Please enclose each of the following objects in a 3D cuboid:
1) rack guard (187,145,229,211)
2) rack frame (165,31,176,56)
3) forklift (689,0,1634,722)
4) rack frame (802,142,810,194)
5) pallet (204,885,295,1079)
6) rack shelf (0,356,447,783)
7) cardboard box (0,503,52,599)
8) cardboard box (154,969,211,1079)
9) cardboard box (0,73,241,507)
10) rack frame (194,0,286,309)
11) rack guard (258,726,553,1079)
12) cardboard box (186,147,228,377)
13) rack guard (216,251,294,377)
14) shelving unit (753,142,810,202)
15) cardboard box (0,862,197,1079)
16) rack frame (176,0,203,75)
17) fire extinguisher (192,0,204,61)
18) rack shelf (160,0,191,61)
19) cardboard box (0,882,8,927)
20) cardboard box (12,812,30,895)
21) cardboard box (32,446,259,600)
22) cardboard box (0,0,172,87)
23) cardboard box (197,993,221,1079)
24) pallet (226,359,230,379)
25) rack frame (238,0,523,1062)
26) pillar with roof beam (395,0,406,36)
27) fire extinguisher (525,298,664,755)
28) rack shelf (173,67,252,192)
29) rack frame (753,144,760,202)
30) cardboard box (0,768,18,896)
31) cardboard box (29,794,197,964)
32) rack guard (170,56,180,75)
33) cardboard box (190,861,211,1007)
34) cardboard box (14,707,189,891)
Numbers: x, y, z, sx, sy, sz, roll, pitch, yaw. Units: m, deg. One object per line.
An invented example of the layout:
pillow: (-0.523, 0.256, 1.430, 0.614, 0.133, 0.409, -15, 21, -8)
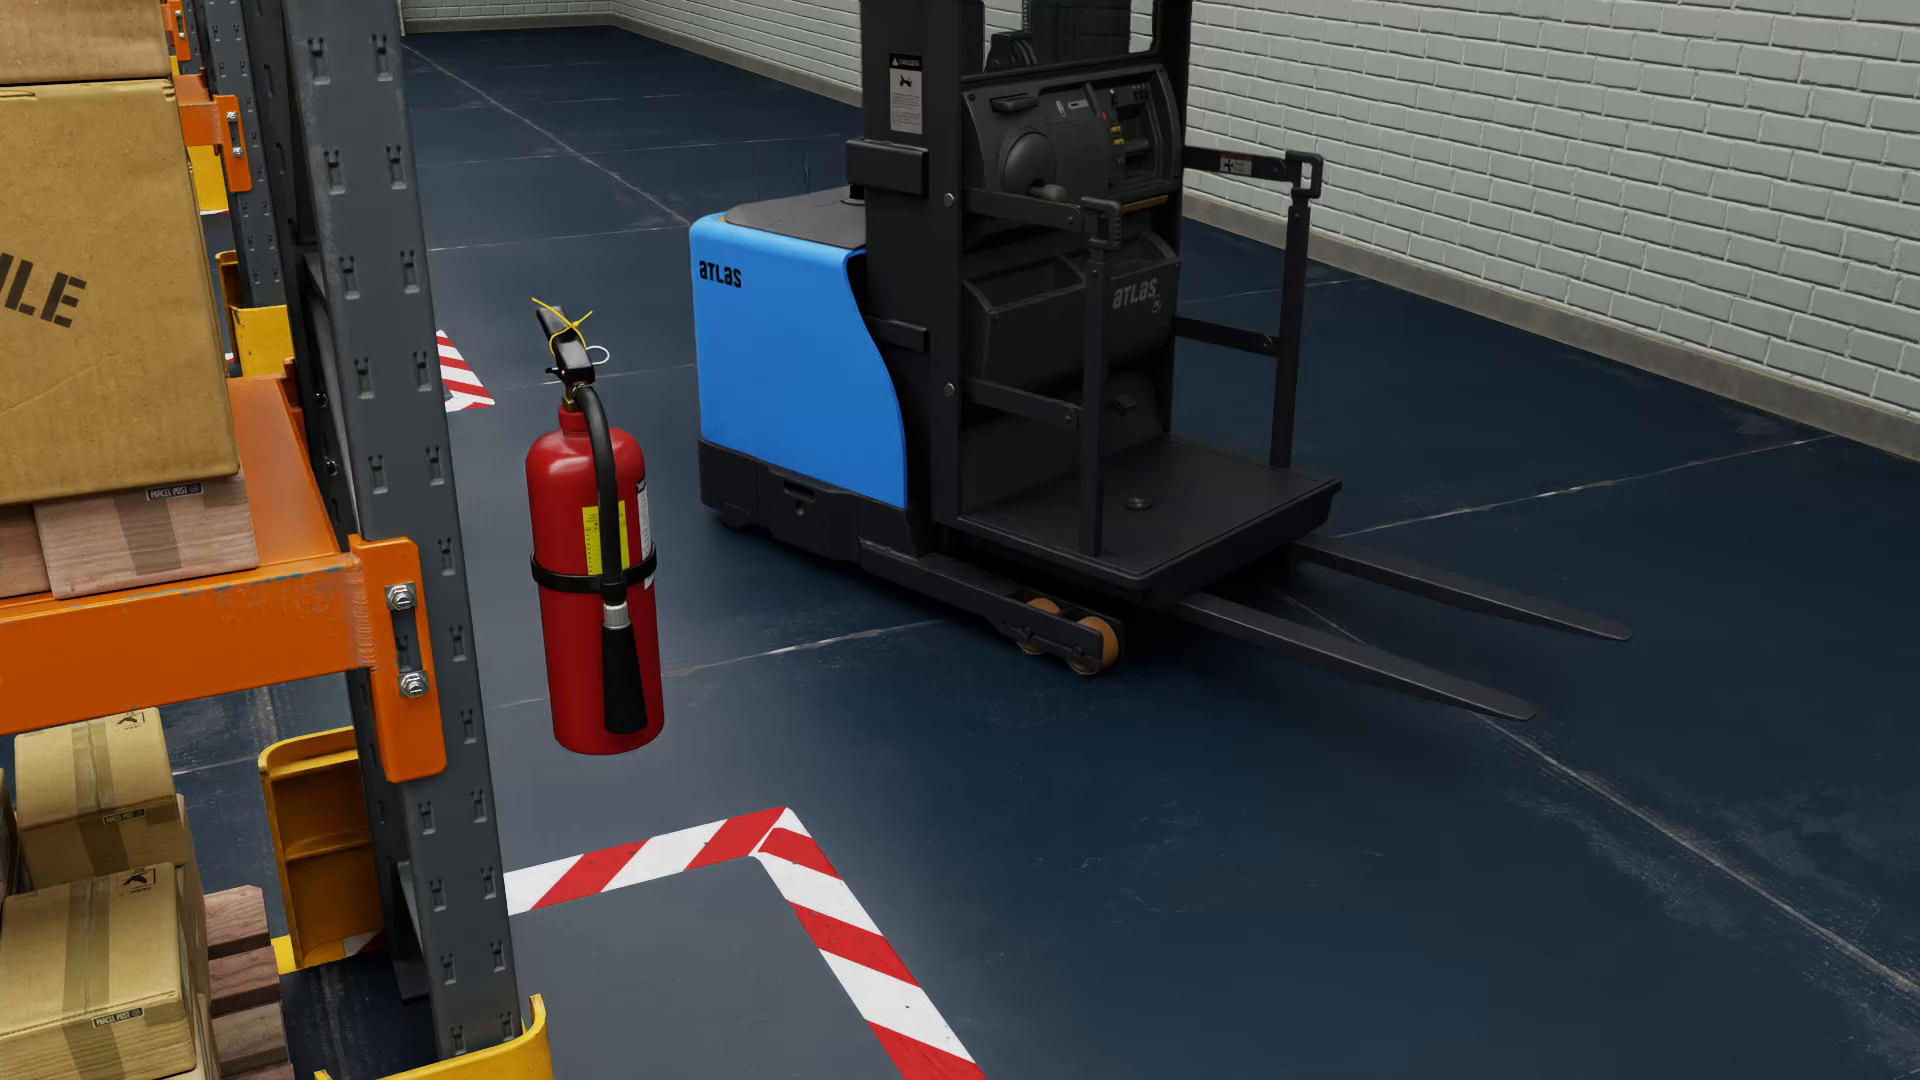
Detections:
rack guard: (-5.163, -2.627, 11.443, 0.348, 0.500, 1.175, -10, 25, -24)
rack frame: (-7.324, -5.481, 15.070, 0.127, 3.000, 1.000, -10, 25, -24)
forklift: (0.506, -1.190, 4.792, 3.031, 2.935, 1.130, 19, 29, 39)
rack frame: (-0.551, -0.880, 6.292, 0.006, 1.200, 0.240, -4, 23, -7)
pallet: (-1.787, 1.083, 2.857, 1.213, 0.211, 1.003, -10, 25, -24)
rack shelf: (-2.773, 0.324, 1.987, 4.000, 0.370, 1.077, -10, 25, -24)
cardboard box: (-1.383, -0.045, 2.264, 0.250, 0.149, 0.380, -10, 25, -24)
cardboard box: (-1.323, 0.831, 2.610, 0.250, 0.149, 0.380, -11, 25, -25)
cardboard box: (-1.264, -0.361, 2.180, 0.500, 0.500, 0.500, -10, 24, -23)
rack frame: (-3.031, -2.067, 6.821, 0.127, 3.000, 1.000, -10, 25, -24)
rack guard: (-1.040, 0.827, 3.098, 0.348, 0.500, 1.175, -10, 25, -24)
cardboard box: (-3.573, -1.145, 6.824, 0.875, 0.875, 0.875, -10, 25, -24)
rack guard: (-3.010, -0.916, 7.308, 0.348, 0.500, 1.175, -10, 25, -24)
shelving unit: (-0.642, -0.872, 6.280, 0.189, 1.200, 0.258, -4, 23, -7)
cardboard box: (-1.338, 0.683, 2.579, 0.250, 0.149, 0.380, -10, 25, -23)
rack frame: (-5.179, -3.773, 10.944, 0.127, 3.000, 1.000, -10, 25, -24)
fire extinguisher: (-4.846, -3.434, 10.712, 0.183, 0.674, 0.296, -10, 25, -24)
rack shelf: (-6.981, -3.109, 10.280, 4.000, 0.370, 1.077, -10, 25, -24)
cardboard box: (-1.589, 0.705, 2.526, 0.250, 0.149, 0.380, -10, 24, -23)
cardboard box: (-1.826, 0.670, 3.000, 0.250, 0.149, 0.380, -11, 25, -24)
cardboard box: (-1.142, -0.073, 2.333, 0.250, 0.149, 0.380, -10, 25, -24)
cardboard box: (-1.276, -0.824, 1.993, 0.500, 0.500, 0.500, -11, 25, -25)
cardboard box: (-1.355, 0.942, 2.731, 0.250, 0.149, 0.380, -10, 25, -23)
pallet: (-3.718, -0.619, 6.968, 1.213, 0.211, 1.003, -10, 25, -24)
rack frame: (-0.971, -0.340, 2.651, 0.127, 3.000, 1.000, -10, 25, -24)
pillar with roof beam: (-5.551, -9.222, 16.263, 0.400, 9.000, 9.100, -10, 25, -24)
fire extinguisher: (-0.544, -0.015, 2.453, 0.183, 0.674, 0.296, -10, 25, -24)
rack shelf: (-4.833, -1.402, 6.157, 4.000, 0.370, 1.077, -10, 25, -24)
rack frame: (-0.732, -0.865, 6.268, 0.006, 1.200, 0.240, -4, 23, -7)
cardboard box: (-1.787, 0.565, 2.864, 0.250, 0.149, 0.380, -10, 24, -23)
cardboard box: (-1.555, 0.644, 3.062, 0.250, 0.149, 0.380, -9, 24, -21)
rack guard: (-7.393, -4.314, 15.517, 0.348, 0.500, 1.175, -10, 25, -24)
cardboard box: (-1.582, 0.759, 3.172, 0.250, 0.149, 0.380, -10, 24, -23)
cardboard box: (-1.591, 0.478, 3.075, 0.250, 0.149, 0.380, -12, 25, -26)
